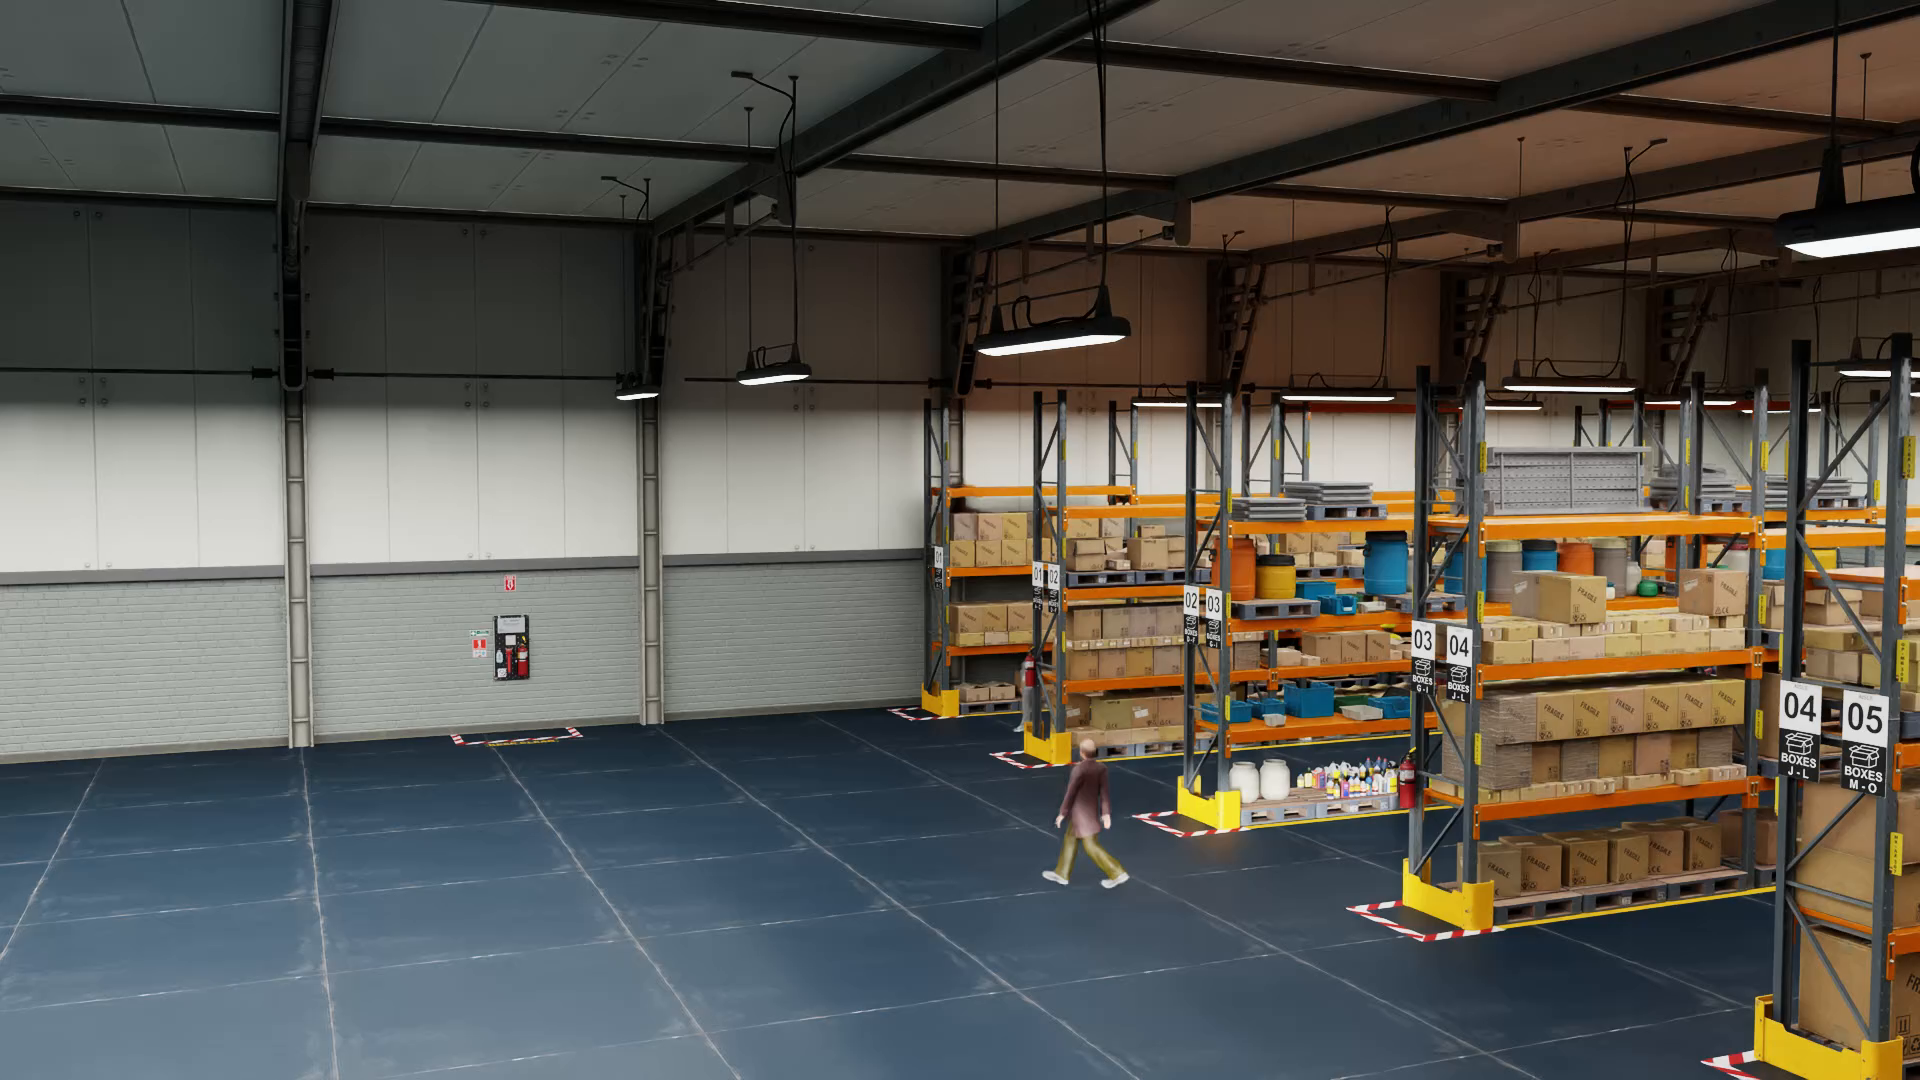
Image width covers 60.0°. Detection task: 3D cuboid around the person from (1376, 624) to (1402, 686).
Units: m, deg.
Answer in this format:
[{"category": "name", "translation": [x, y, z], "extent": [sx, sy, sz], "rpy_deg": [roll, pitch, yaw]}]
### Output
[{"category": "person", "translation": [8.159, 2.401, 31.749], "extent": [0.656, 1.765, 0.391], "rpy_deg": [-2, 4, -34]}]

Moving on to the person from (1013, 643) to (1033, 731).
[{"category": "person", "translation": [1.211, 2.636, 29.834], "extent": [0.487, 1.589, 0.437], "rpy_deg": [1, 3, 10]}]

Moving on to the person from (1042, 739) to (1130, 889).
[{"category": "person", "translation": [1.444, 3.162, 19.203], "extent": [1.102, 1.743, 0.543], "rpy_deg": [1, 4, 16]}]
